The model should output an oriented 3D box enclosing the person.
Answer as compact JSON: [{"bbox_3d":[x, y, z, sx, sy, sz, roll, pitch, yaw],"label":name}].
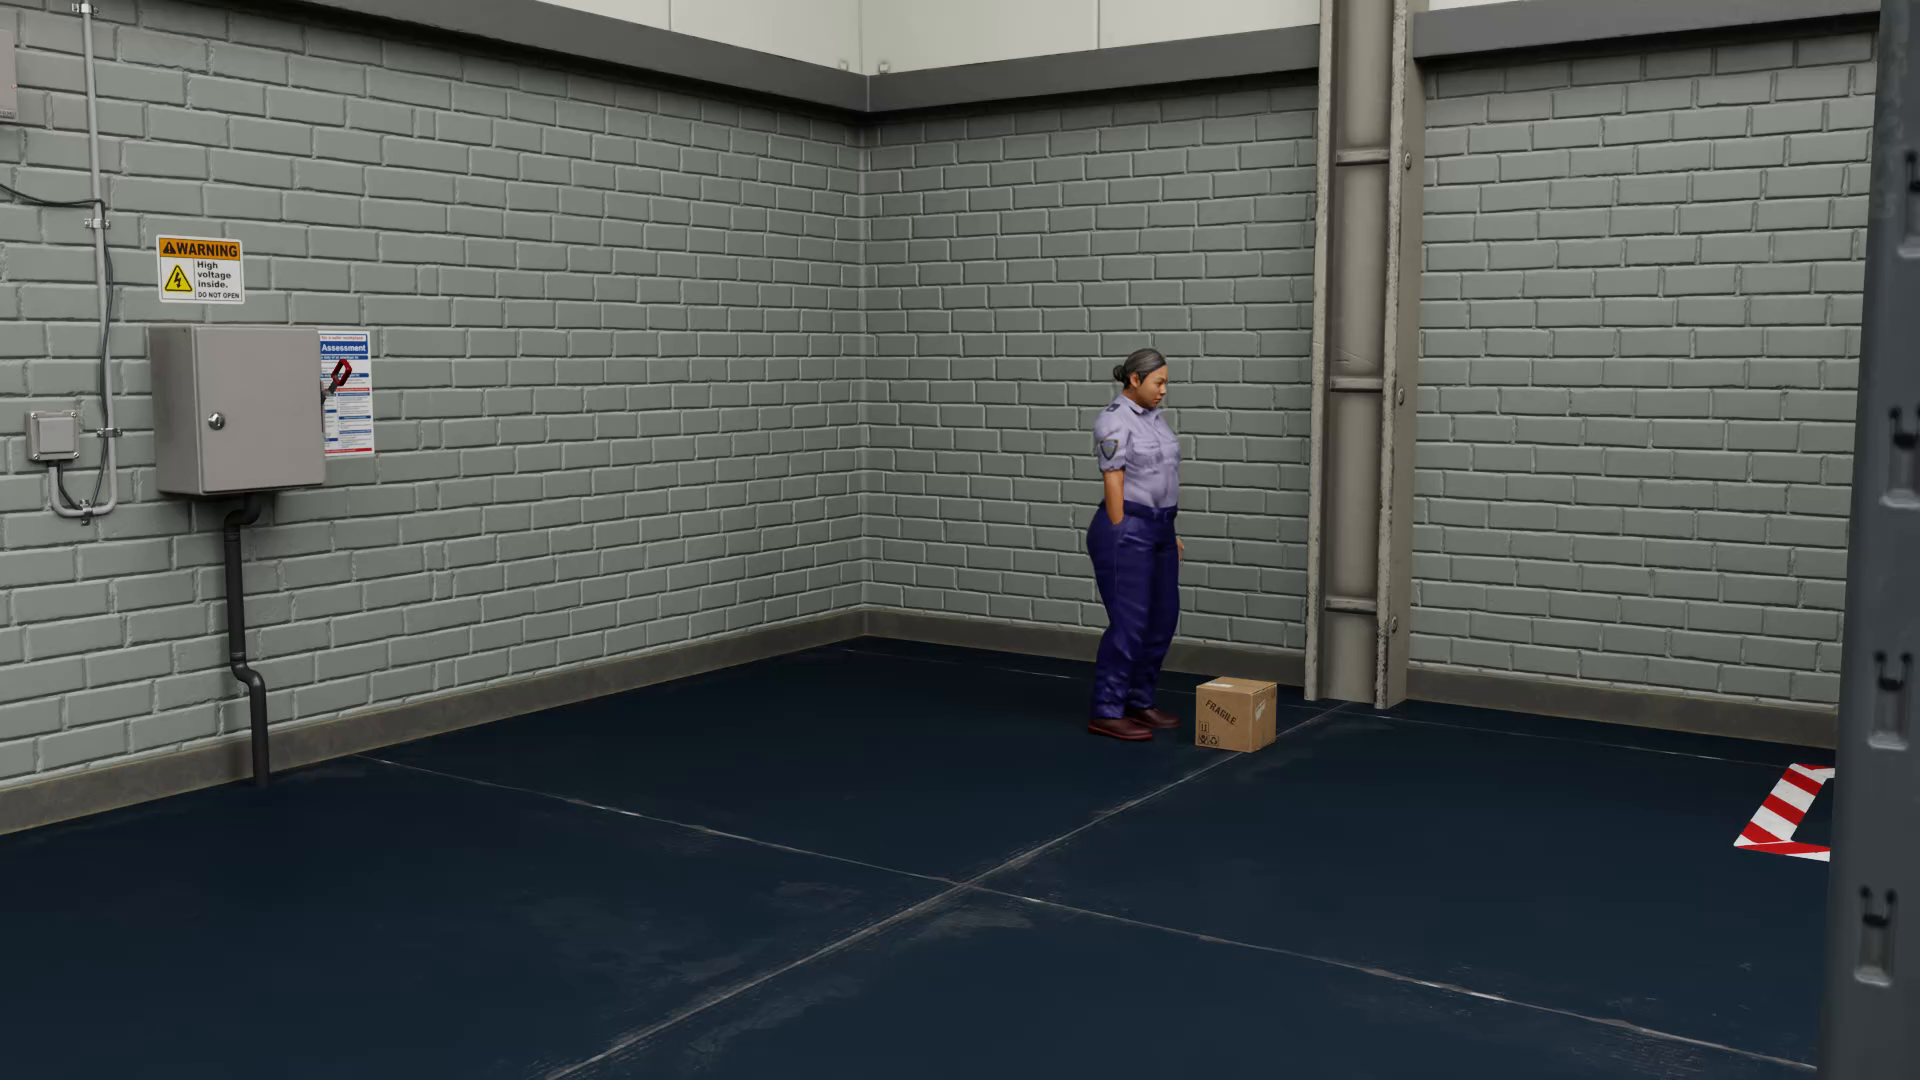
[{"bbox_3d":[0.760,0.006,7.094,0.339,1.641,0.474,4,8,35],"label":"person"}]
